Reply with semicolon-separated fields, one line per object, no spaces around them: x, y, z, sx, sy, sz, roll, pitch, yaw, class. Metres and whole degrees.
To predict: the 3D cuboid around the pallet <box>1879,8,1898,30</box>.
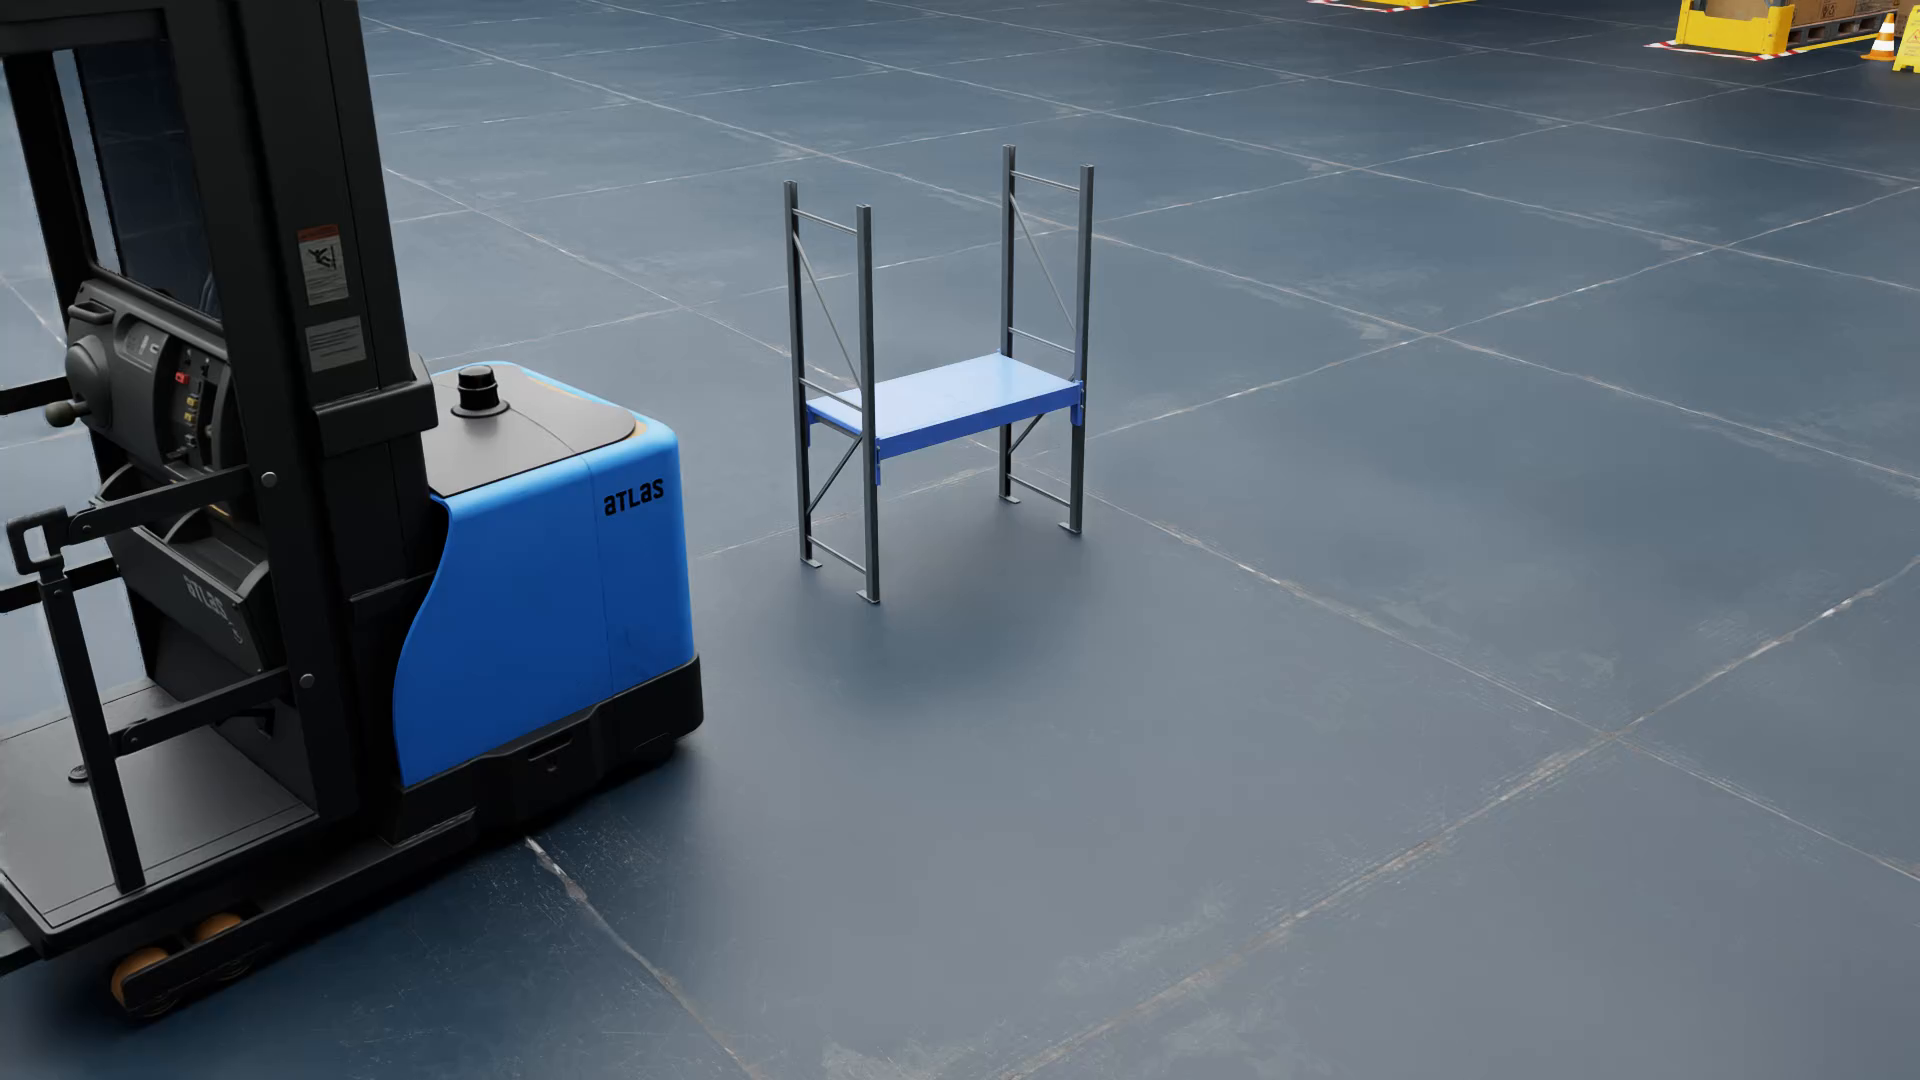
11.154;-6.500;20.505;1.213;0.211;1.003;-18;31;-34;pallet

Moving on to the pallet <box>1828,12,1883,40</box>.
10.194;-6.182;19.819;1.213;0.211;1.003;-18;31;-34;pallet

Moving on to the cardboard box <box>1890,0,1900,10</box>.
11.263;-7.023;20.345;0.875;0.875;0.875;-18;30;-33;cardboard box

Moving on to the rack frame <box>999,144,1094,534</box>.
0.333;-0.790;6.671;0.032;1.500;0.500;-18;31;-34;rack frame

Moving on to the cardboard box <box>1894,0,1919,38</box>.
11.213;-6.061;19.213;0.500;0.500;0.500;-13;28;-25;cardboard box

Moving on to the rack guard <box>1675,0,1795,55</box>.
8.635;-5.758;18.562;0.348;0.500;1.175;-18;31;-34;rack guard

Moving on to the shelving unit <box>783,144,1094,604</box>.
-0.067;-0.658;6.387;1.048;1.500;0.538;-18;31;-34;shelving unit

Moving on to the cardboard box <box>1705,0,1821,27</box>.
9.146;-6.322;18.835;0.875;0.875;0.875;-18;30;-34;cardboard box

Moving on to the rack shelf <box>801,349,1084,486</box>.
-0.067;-0.495;6.462;1.000;0.185;0.538;-18;31;-34;rack shelf

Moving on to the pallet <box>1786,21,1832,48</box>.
9.234;-5.866;19.140;1.213;0.211;1.003;-18;31;-34;pallet

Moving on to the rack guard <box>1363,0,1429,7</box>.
5.732;-7.453;22.215;0.348;0.500;1.175;-18;31;-34;rack guard

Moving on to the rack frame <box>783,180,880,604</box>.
-0.467;-0.526;6.102;0.032;1.500;0.500;-18;31;-34;rack frame

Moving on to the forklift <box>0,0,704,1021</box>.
-2.201;-0.378;4.082;1.130;2.935;3.031;22;33;39;forklift

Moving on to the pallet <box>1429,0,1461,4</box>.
6.393;-7.521;22.705;1.213;0.211;1.003;-18;31;-34;pallet

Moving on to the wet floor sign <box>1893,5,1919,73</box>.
9.852;-5.166;17.115;0.267;0.644;0.232;21;32;37;wet floor sign

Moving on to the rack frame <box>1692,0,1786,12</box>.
8.653;-6.898;18.049;0.127;3.000;1.000;-18;31;-34;rack frame

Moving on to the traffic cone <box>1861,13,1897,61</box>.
9.948;-5.415;17.867;0.334;0.463;0.336;-18;31;-34;traffic cone

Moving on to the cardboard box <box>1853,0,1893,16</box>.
10.556;-6.788;19.838;0.875;0.875;0.875;-18;30;-34;cardboard box

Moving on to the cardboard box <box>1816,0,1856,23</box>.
9.837;-6.552;19.329;0.875;0.875;0.875;-19;31;-35;cardboard box
